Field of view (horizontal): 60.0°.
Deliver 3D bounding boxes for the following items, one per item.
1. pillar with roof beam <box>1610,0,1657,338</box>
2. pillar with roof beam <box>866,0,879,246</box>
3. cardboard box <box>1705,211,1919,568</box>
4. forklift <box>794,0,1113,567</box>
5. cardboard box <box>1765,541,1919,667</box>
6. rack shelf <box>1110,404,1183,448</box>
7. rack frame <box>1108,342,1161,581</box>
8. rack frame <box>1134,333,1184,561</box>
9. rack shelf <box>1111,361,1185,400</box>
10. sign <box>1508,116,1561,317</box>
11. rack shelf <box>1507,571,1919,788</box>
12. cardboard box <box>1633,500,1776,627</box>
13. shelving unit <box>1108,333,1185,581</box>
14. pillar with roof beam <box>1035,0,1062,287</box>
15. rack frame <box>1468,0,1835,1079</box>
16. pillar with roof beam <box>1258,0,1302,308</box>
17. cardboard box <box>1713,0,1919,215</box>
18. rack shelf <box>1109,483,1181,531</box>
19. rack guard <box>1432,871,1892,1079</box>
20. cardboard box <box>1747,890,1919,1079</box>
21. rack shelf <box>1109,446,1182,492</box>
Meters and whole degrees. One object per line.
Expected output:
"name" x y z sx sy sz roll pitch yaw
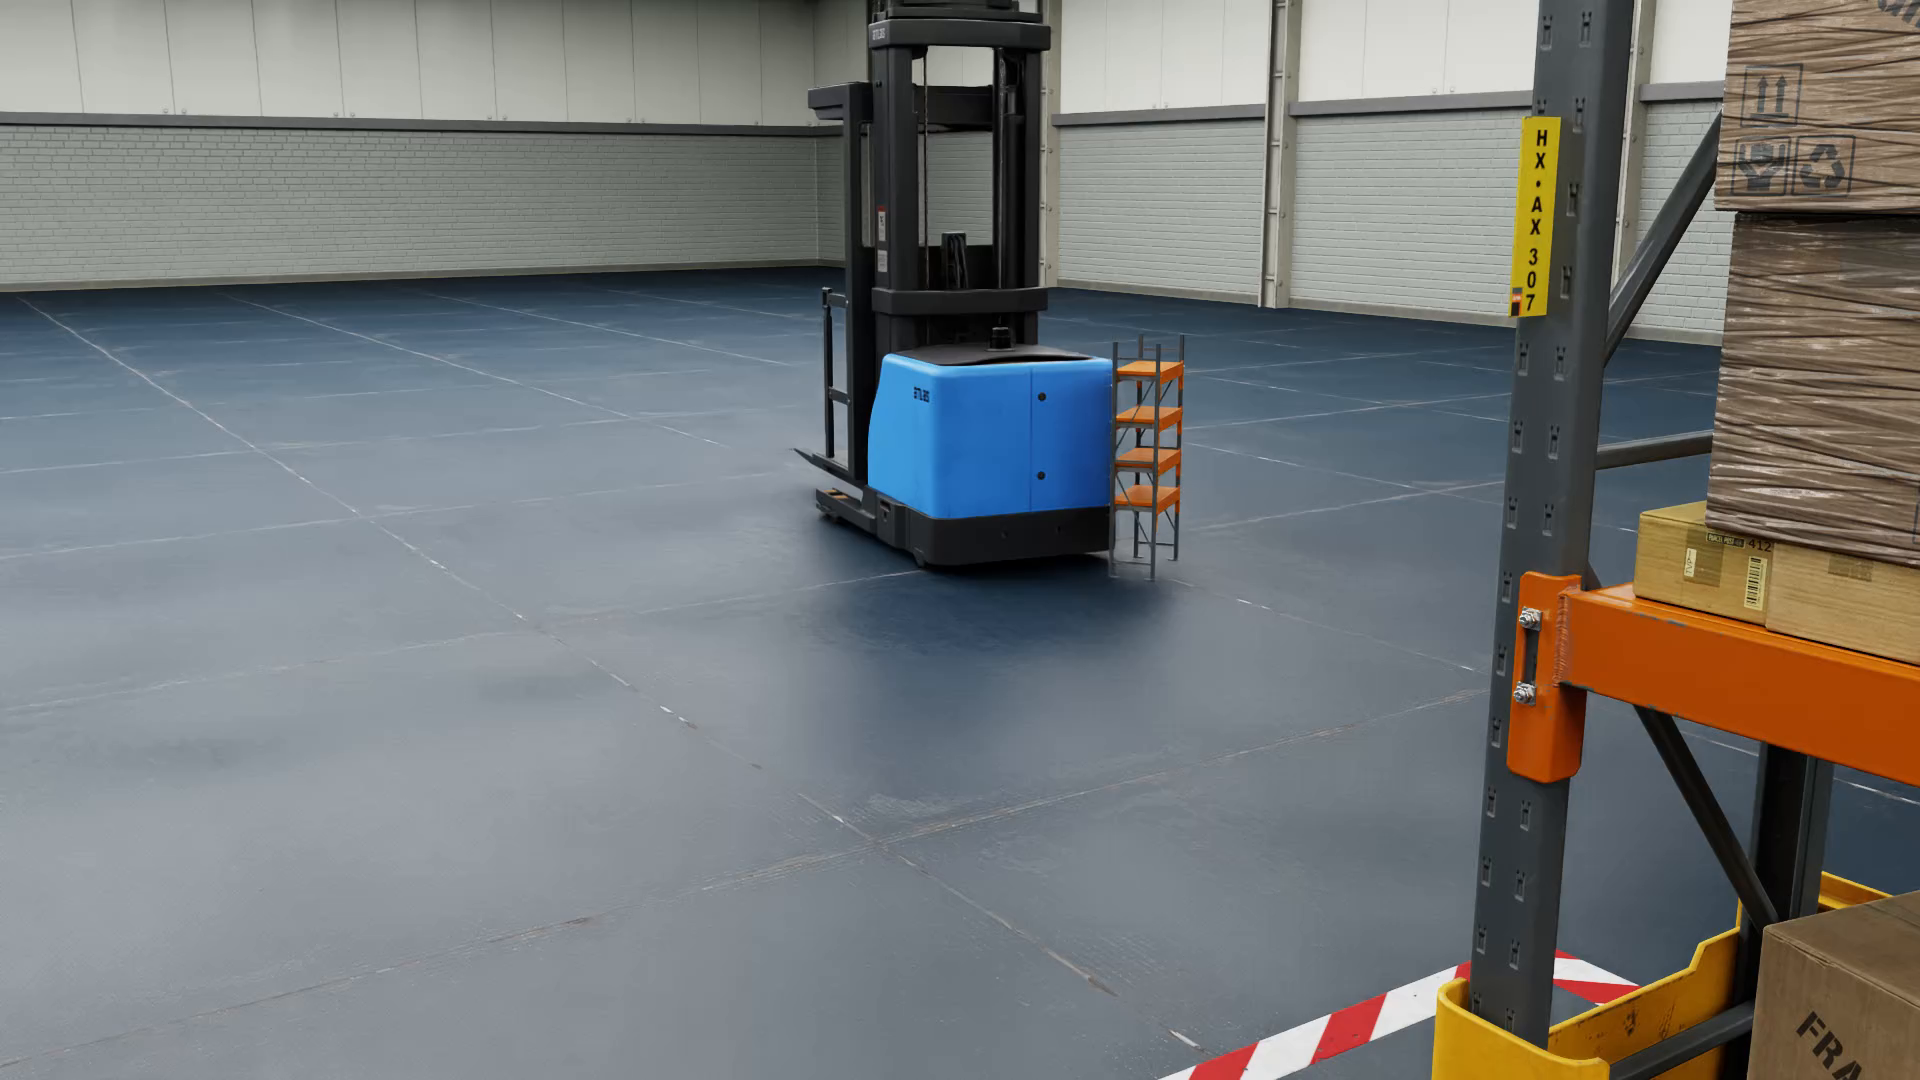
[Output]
"pillar with roof beam" 4.656 -6.470 17.883 9.100 9.000 0.400 -8 15 -33
"pillar with roof beam" -5.317 -9.671 32.522 9.100 9.000 0.400 -8 15 -33
"cardboard box" 1.692 -0.271 2.649 0.875 0.500 0.500 -8 15 -33
"forklift" -0.219 -1.565 9.660 1.130 2.935 3.031 -5 13 -22
"cardboard box" 1.492 0.071 2.606 0.380 0.149 0.250 -8 15 -33
"rack shelf" 0.960 -0.589 8.513 0.258 0.148 0.480 5 13 21
"rack frame" 0.872 -0.387 8.324 0.240 1.200 0.015 5 13 21
"rack frame" 1.047 -0.485 8.769 0.240 1.200 0.015 5 13 21
"rack shelf" 0.960 -0.820 8.463 0.258 0.148 0.480 5 13 21
"sign" 0.958 -0.536 2.767 0.100 0.325 0.005 -8 15 -33
"rack shelf" 2.518 0.529 1.604 1.077 0.370 4.000 -8 15 -33
"cardboard box" 1.369 0.024 2.819 0.380 0.149 0.250 -8 15 -33
"shelving unit" 0.960 -0.436 8.547 0.258 1.200 0.503 5 13 21
"pillar with roof beam" -1.992 -8.604 27.643 9.100 9.000 0.400 -8 15 -33
"rack frame" 1.410 -0.178 3.153 1.000 3.000 0.127 -8 15 -33
"pillar with roof beam" 1.332 -7.537 22.763 9.100 9.000 0.400 -8 15 -33
"cardboard box" 1.488 -0.730 2.409 0.500 0.500 0.500 -8 15 -33
"rack shelf" 0.960 -0.176 8.604 0.258 0.148 0.480 5 13 21
"rack guard" 1.452 1.057 3.359 1.175 0.500 0.348 -8 15 -33
"cardboard box" 1.742 0.951 2.859 0.500 0.500 0.500 -5 13 -22
"rack shelf" 0.960 -0.370 8.561 0.258 0.148 0.480 5 13 21
